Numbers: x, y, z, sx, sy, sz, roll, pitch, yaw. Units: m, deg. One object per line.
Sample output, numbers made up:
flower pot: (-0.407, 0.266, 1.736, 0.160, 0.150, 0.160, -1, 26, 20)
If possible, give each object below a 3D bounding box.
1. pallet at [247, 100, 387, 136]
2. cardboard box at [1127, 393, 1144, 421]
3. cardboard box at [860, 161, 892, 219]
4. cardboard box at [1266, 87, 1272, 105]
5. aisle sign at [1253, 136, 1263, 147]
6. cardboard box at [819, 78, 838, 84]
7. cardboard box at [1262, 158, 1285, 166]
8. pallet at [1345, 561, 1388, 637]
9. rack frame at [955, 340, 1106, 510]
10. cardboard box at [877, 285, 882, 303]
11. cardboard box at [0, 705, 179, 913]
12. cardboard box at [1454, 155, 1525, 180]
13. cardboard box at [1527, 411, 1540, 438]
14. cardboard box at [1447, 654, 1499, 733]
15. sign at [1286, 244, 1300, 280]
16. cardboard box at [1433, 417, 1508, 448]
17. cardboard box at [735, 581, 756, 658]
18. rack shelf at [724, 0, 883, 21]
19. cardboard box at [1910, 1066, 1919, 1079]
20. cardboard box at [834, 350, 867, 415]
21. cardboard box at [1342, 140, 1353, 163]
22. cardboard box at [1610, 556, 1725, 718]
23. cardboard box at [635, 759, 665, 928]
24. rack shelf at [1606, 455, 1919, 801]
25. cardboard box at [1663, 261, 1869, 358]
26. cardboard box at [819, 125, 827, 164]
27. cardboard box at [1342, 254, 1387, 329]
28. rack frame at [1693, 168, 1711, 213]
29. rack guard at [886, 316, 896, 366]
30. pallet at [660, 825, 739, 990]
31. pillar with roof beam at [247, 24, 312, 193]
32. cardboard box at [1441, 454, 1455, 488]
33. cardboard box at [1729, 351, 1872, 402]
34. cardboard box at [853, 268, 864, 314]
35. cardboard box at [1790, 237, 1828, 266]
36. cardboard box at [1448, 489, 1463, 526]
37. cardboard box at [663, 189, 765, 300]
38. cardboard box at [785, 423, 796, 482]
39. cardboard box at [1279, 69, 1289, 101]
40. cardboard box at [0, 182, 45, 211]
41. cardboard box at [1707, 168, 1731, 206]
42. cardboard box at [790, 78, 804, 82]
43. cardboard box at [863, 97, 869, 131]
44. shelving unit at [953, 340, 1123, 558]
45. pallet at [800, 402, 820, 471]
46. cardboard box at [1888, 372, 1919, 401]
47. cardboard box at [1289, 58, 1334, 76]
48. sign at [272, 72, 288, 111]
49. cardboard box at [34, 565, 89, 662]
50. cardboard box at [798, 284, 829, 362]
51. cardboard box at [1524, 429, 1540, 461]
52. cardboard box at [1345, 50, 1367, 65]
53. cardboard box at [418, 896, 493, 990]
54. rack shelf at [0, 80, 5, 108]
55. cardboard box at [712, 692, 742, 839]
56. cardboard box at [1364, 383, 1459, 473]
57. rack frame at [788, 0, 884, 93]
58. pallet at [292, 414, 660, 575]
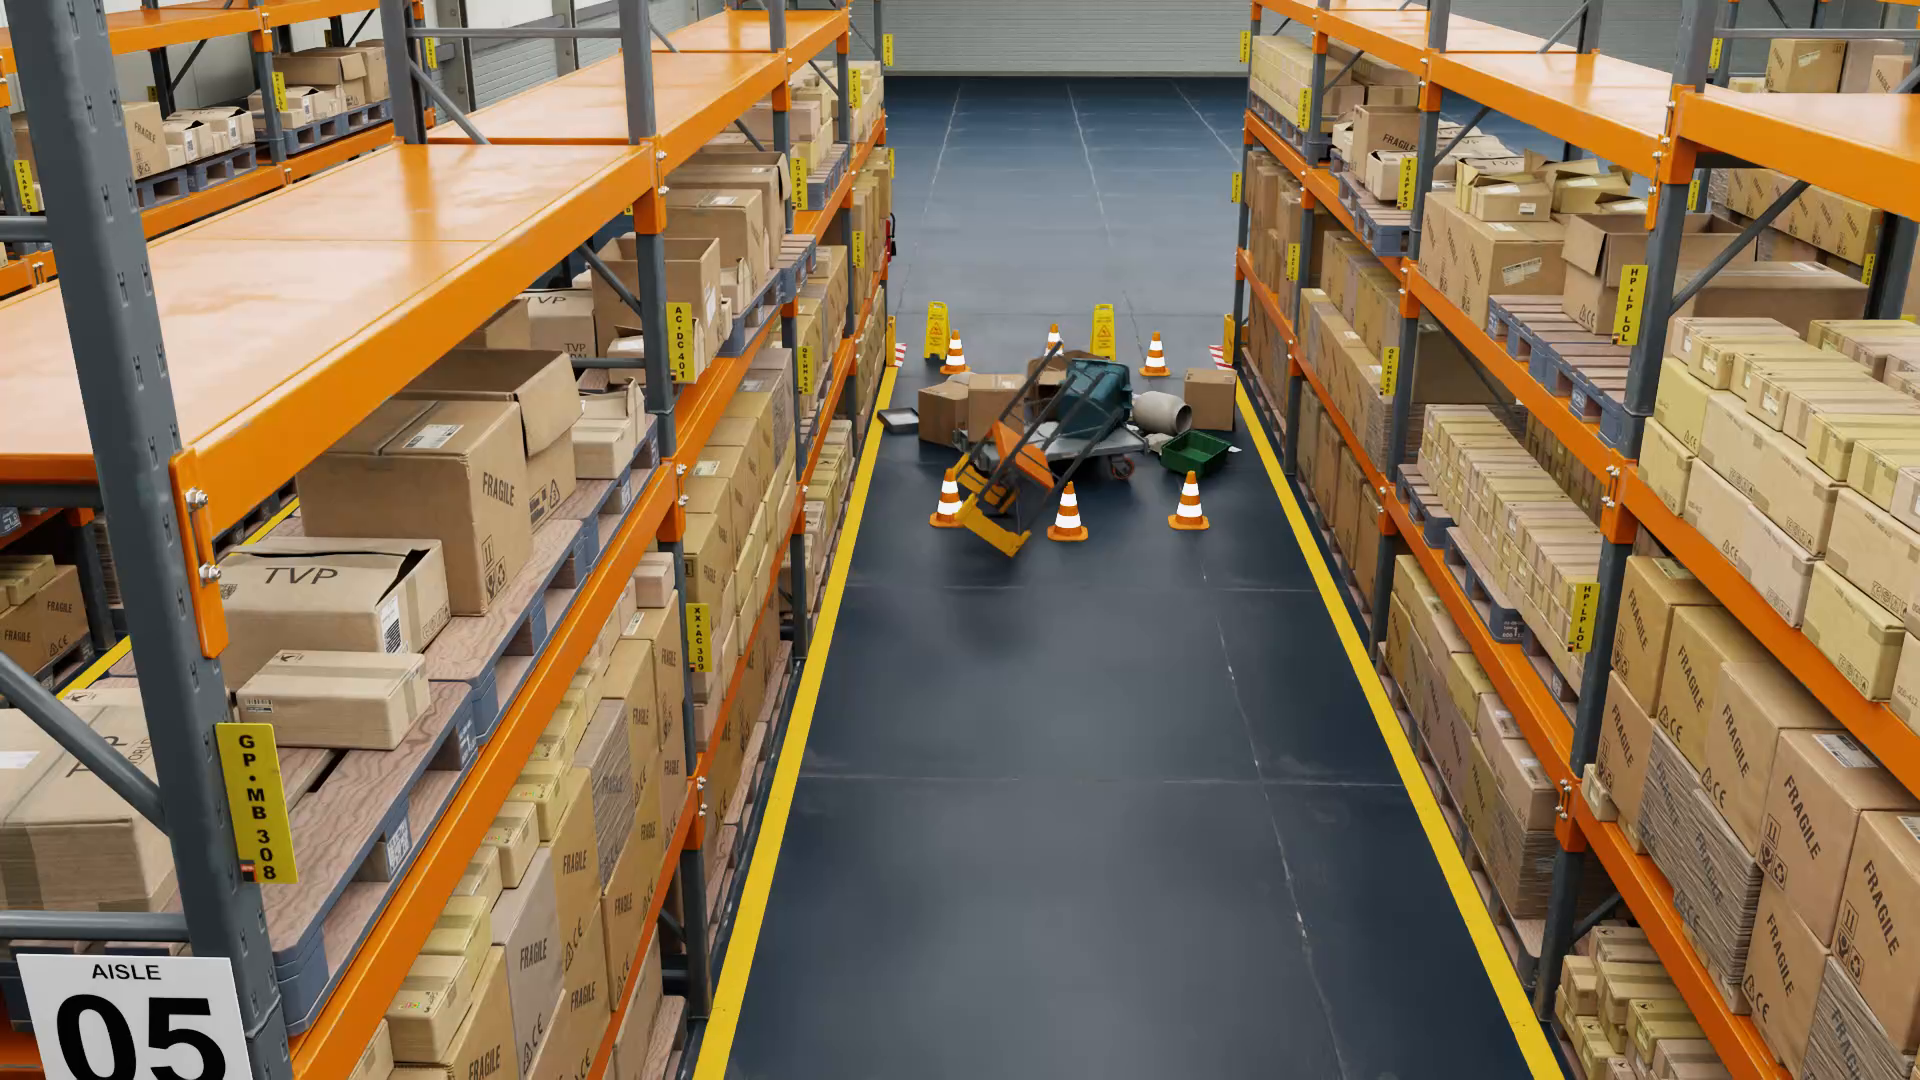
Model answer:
pallet: (-6.372, -4.188, 16.444, 1.003, 0.211, 1.213, 1, 21, 2)
cardboard box: (1.712, -1.378, 17.007, 0.396, 0.266, 0.258, 4, 22, 11)
cardboard box: (-1.062, -3.571, 16.947, 0.700, 0.500, 0.500, 0, 21, 1)
cardboard box: (3.253, -4.404, 16.508, 0.380, 0.149, 0.250, 0, 21, 1)
aisle sign: (3.324, -4.698, 18.190, 0.394, 0.787, 0.004, 1, 21, 2)
cardboard box: (-1.150, -4.355, 15.998, 0.380, 0.149, 0.250, 1, 21, 3)
cardboard box: (3.647, -3.697, 17.503, 0.875, 0.550, 0.550, 1, 21, 2)
pallet: (3.478, 0.451, 12.368, 1.003, 0.211, 1.213, 1, 21, 2)
rack frame: (0.579, -0.965, 14.147, 0.500, 1.500, 0.032, 34, 16, -15)
cardboard box: (-1.037, -2.615, 17.702, 0.380, 0.149, 0.250, 1, 21, 3)
cardboard box: (-1.892, 0.575, 3.534, 0.500, 0.250, 0.500, -1, 21, -3)
cardboard box: (3.620, -2.423, 11.178, 0.500, 0.311, 0.500, 1, 21, 2)
cardboard box: (3.822, -0.738, 10.523, 0.380, 0.149, 0.250, 0, 21, 0)
cardboard box: (3.058, 0.853, 9.317, 0.500, 0.250, 0.500, 0, 21, -1)
sign: (2.945, -2.457, 14.701, 0.100, 0.325, 0.005, 1, 21, 2)
cardboard box: (3.165, -0.658, 10.317, 0.380, 0.149, 0.250, 0, 21, 0)
cardboard box: (-1.371, 0.405, 8.839, 0.500, 0.250, 0.500, 0, 21, 1)
rack shelf: (-1.390, -5.212, 15.814, 1.077, 0.370, 4.000, 1, 21, 2)
cardboard box: (2.912, 1.791, 4.510, 0.500, 0.500, 0.500, 0, 21, 1)
cardboard box: (-1.163, -1.503, 15.732, 0.500, 0.500, 0.500, 2, 21, 4)
cardboard box: (3.198, -3.031, 12.968, 0.380, 0.149, 0.250, 1, 21, 2)
cardboard box: (3.000, 0.391, 6.737, 0.500, 0.500, 0.500, 1, 21, 3)
cardboard box: (-1.463, 1.174, 6.512, 0.500, 0.500, 0.500, 0, 21, 0)
rack shelf: (3.196, 0.542, 5.127, 1.077, 0.370, 4.000, 1, 21, 2)
cardboard box: (3.378, -0.895, 7.117, 0.700, 0.500, 0.500, 1, 21, 2)
cardboard box: (-1.344, -3.157, 13.293, 0.500, 0.250, 0.500, 1, 21, 2)
cardboard box: (3.462, -1.975, 13.246, 0.700, 0.500, 0.500, 1, 21, 2)
rack frame: (8.577, -3.366, 18.351, 1.000, 3.000, 0.127, 1, 21, 2)
rack guard: (-1.331, -2.282, 19.013, 1.175, 0.500, 0.348, 1, 21, 2)
pallet: (-1.746, 1.884, 8.675, 1.003, 0.211, 1.213, 1, 21, 2)
pillar with roof beam: (-2.909, -6.036, 16.938, 9.100, 9.000, 0.400, 1, 21, 2)
cardboard box: (3.152, -0.415, 10.100, 0.380, 0.149, 0.250, 0, 21, 0)
cardboard box: (3.013, -0.574, 5.973, 0.380, 0.149, 0.250, 0, 21, 1)
cardboard box: (-1.159, -2.370, 15.235, 0.500, 0.500, 0.500, 1, 21, 1)
cardboard box: (8.495, -2.629, 15.903, 0.875, 0.500, 0.500, 1, 21, 2)
cardboard box: (3.141, -0.192, 9.936, 0.380, 0.149, 0.250, 2, 21, 4)
cardboard box: (-1.336, -1.583, 8.890, 0.500, 0.500, 0.500, 1, 21, 2)
cardboard box: (-1.333, -0.568, 10.655, 0.500, 0.250, 0.500, 1, 21, 1)
cardboard box: (3.291, -4.265, 15.598, 0.500, 0.250, 0.500, 0, 21, 1)
cardboard box: (-6.220, -2.290, 11.036, 0.380, 0.166, 0.250, 1, 21, 2)
cardboard box: (8.287, -3.822, 17.593, 0.500, 0.500, 0.500, 1, 21, 2)
cardboard box: (-1.707, -4.360, 16.012, 0.380, 0.149, 0.250, 1, 21, 2)
cardboard box: (-1.129, -4.020, 15.685, 0.500, 0.250, 0.500, 1, 21, 2)
shelving unit: (0.607, -0.776, 13.666, 0.587, 1.500, 1.083, 34, 16, -15)
pallet: (-1.657, -0.752, 11.879, 1.213, 0.211, 1.003, 1, 21, 2)
cardboard box: (3.431, -0.472, 5.709, 0.380, 0.149, 0.250, 1, 21, 4)
cardboard box: (3.217, -4.315, 15.175, 0.380, 0.149, 0.250, 1, 21, 3)
sign: (-5.869, -3.866, 14.342, 0.100, 0.325, 0.005, 1, 21, 2)
cardboard box: (-6.332, 0.489, 11.290, 0.500, 0.500, 0.500, 1, 21, 3)
cardboard box: (-1.286, -1.685, 12.888, 0.500, 0.500, 0.500, 0, 21, 0)
cardboard box: (3.819, -0.598, 10.573, 0.380, 0.149, 0.250, 1, 21, 3)
cardboard box: (3.897, -4.584, 15.870, 0.380, 0.149, 0.250, 1, 21, 1)
cardboard box: (-1.479, 1.086, 4.460, 0.380, 0.149, 0.250, 0, 21, 0)
rack shelf: (-6.595, -2.188, 8.568, 1.077, 0.370, 4.000, 1, 21, 2)
cardboard box: (-1.735, 1.107, 9.180, 0.875, 0.875, 0.875, 1, 21, 3)
cardboard box: (3.124, -0.777, 11.540, 0.500, 0.500, 0.500, 1, 21, 2)
rack frame: (-1.329, -6.272, 17.546, 1.000, 3.000, 0.127, 1, 21, 2)
pallet: (-1.729, -0.198, 6.161, 1.003, 0.211, 1.213, 1, 21, 2)
